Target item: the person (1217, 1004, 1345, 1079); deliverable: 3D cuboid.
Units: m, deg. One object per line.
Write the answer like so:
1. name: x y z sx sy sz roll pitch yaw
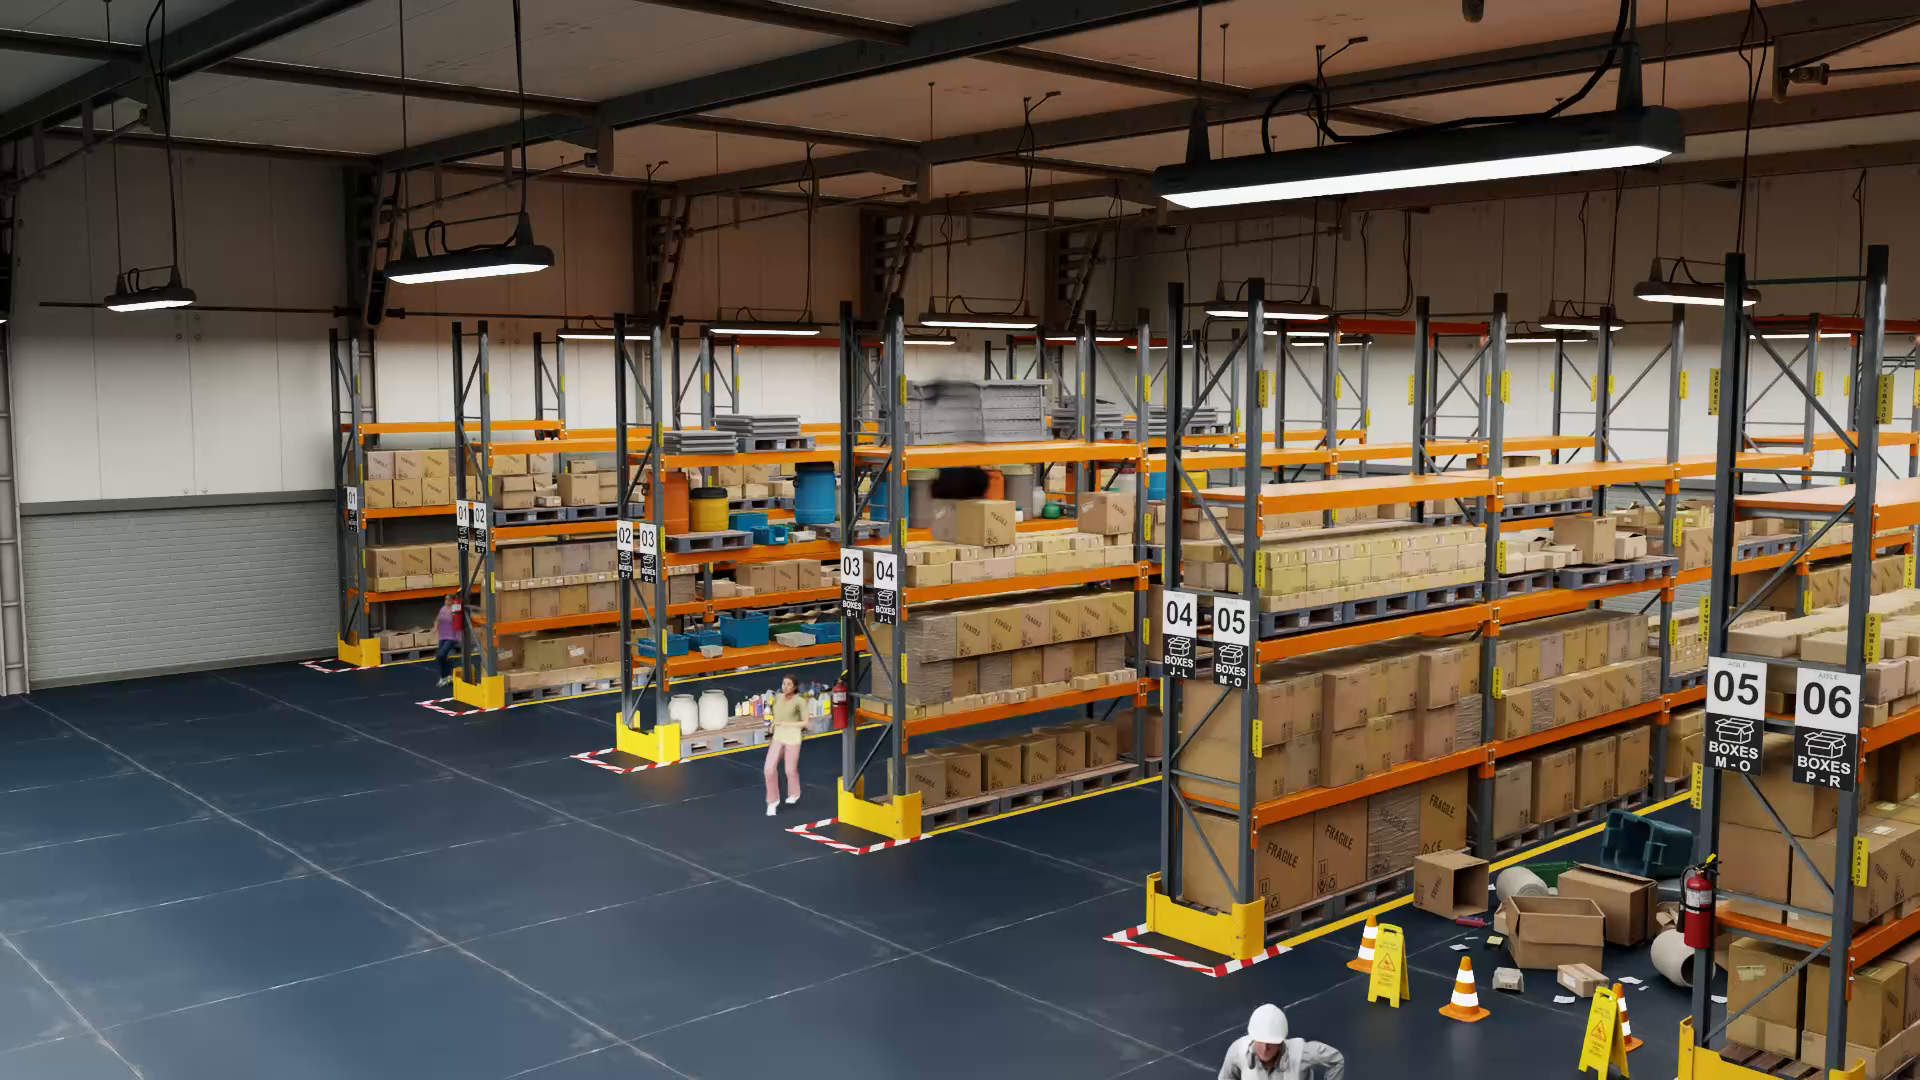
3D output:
1. person: 1.854 3.408 9.582 0.702 1.733 1.024 2 6 21

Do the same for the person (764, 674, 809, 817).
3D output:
1. person: -2.012 2.416 19.734 0.566 1.699 0.694 2 6 19

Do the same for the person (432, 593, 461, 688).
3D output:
1. person: -8.483 1.659 27.639 0.598 1.581 0.611 3 6 27
